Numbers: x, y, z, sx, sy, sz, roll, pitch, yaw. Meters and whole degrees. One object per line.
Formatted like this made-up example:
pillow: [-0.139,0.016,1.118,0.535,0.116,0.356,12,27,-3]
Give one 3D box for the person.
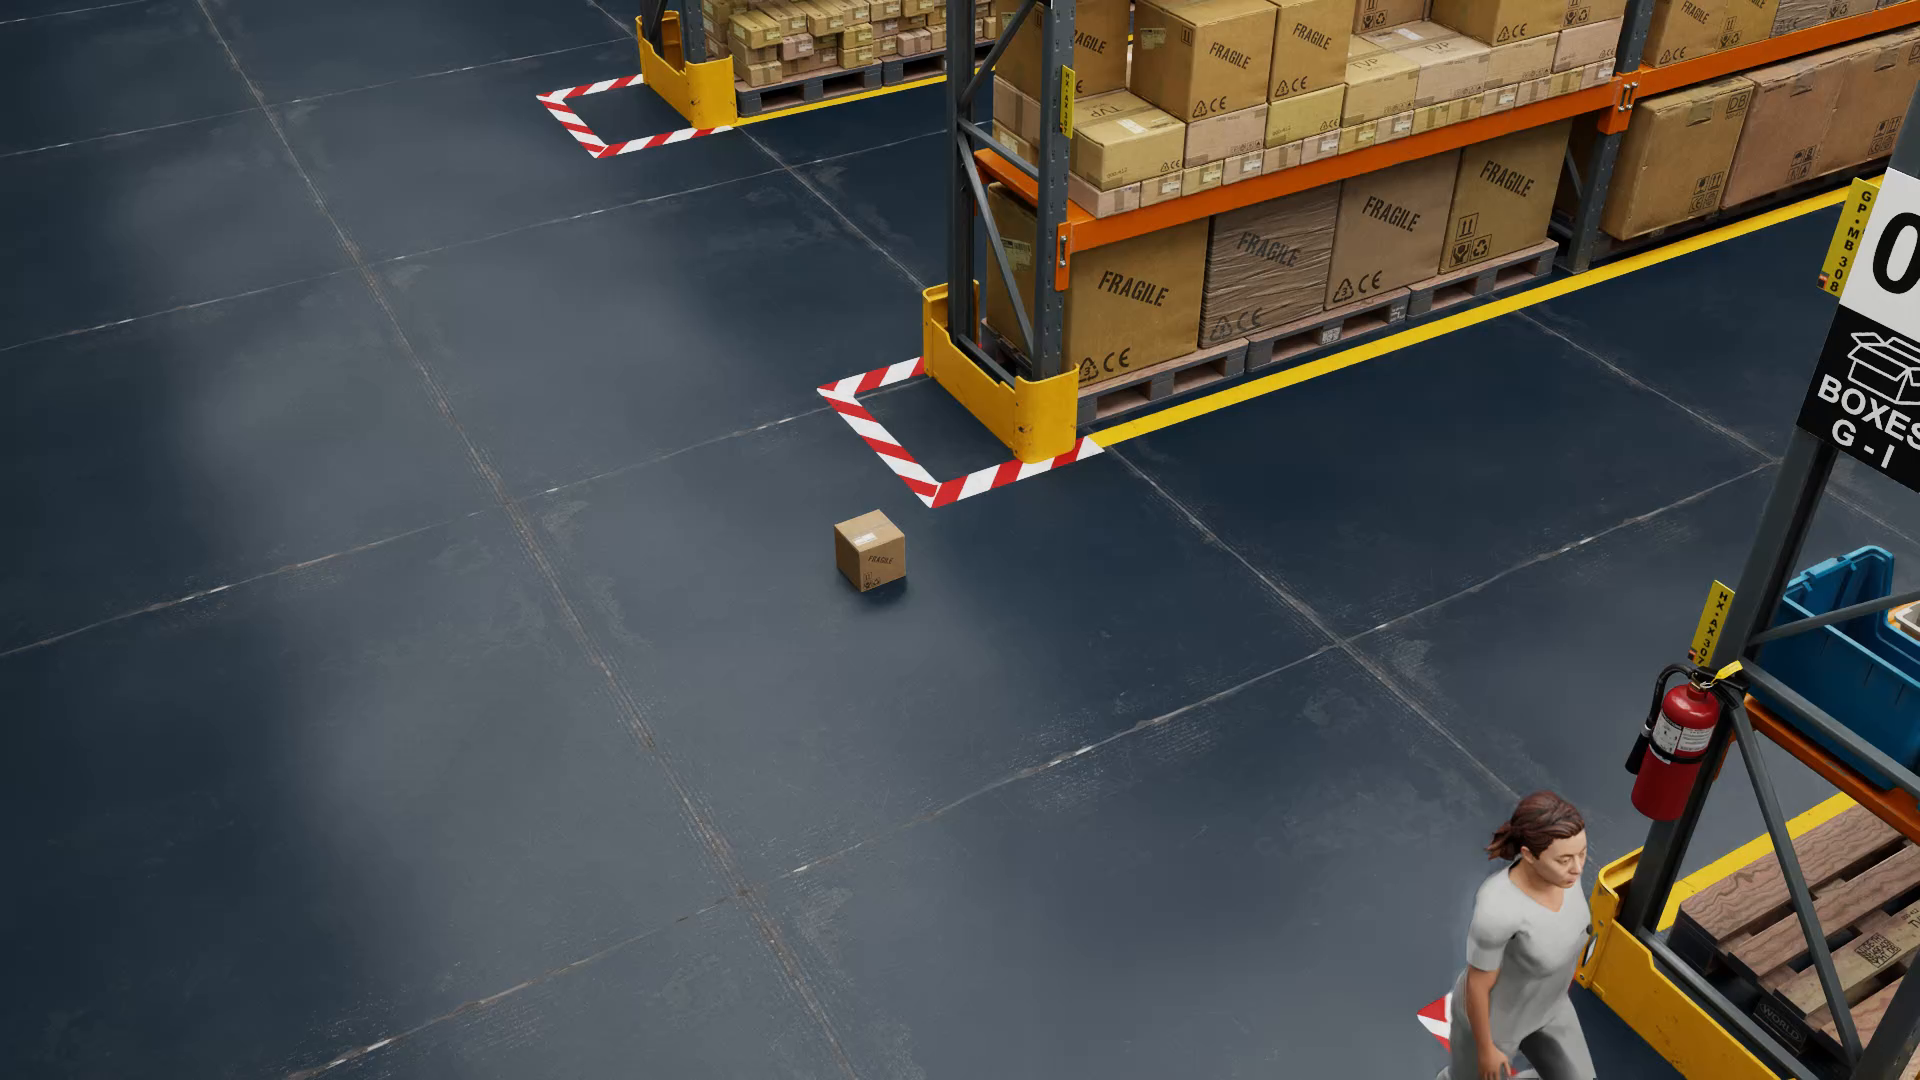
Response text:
person: [1.678,1.433,4.996,0.473,1.690,0.470,-23,42,-27]
